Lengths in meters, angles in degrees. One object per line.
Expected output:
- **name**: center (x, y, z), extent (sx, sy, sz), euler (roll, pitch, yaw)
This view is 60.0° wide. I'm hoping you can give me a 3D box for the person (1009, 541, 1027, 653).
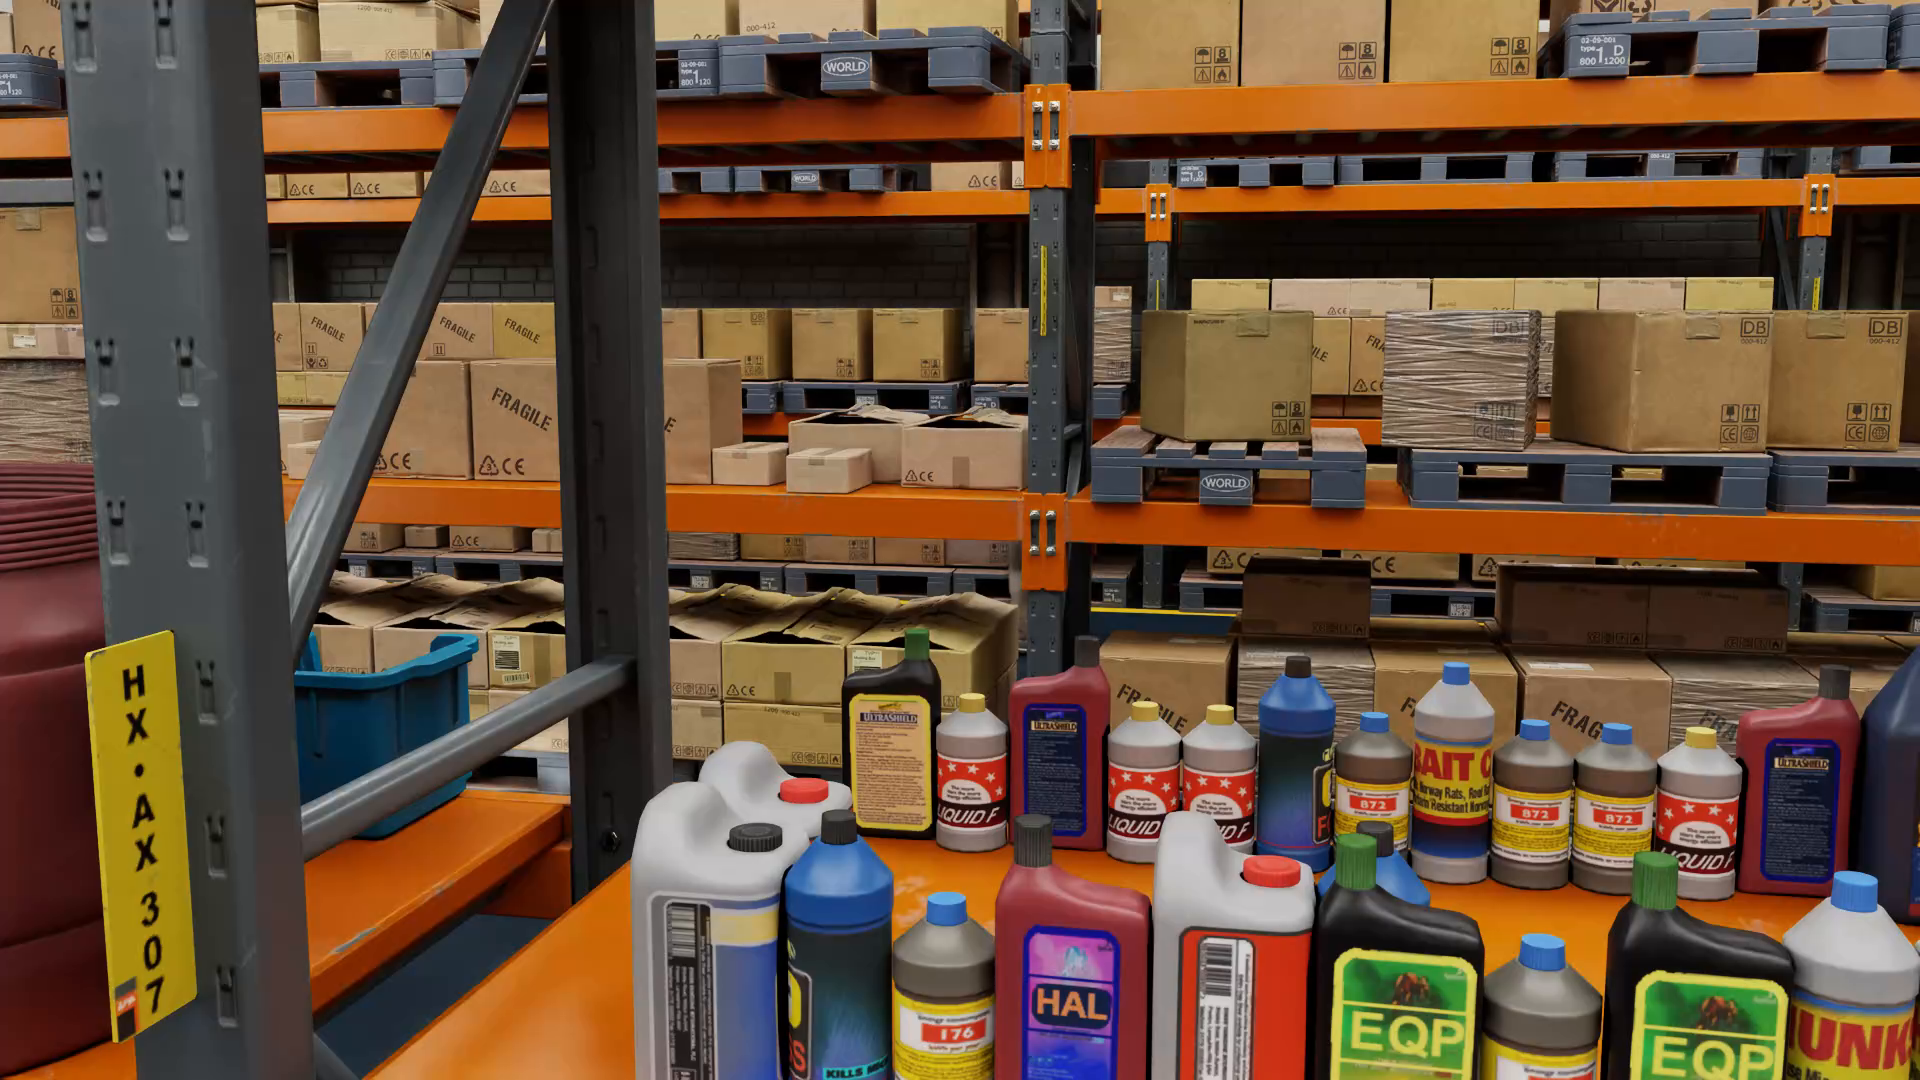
- **person**: center (0.548, -0.038, 9.964), extent (0.479, 1.372, 0.867), euler (1, 8, 9)
